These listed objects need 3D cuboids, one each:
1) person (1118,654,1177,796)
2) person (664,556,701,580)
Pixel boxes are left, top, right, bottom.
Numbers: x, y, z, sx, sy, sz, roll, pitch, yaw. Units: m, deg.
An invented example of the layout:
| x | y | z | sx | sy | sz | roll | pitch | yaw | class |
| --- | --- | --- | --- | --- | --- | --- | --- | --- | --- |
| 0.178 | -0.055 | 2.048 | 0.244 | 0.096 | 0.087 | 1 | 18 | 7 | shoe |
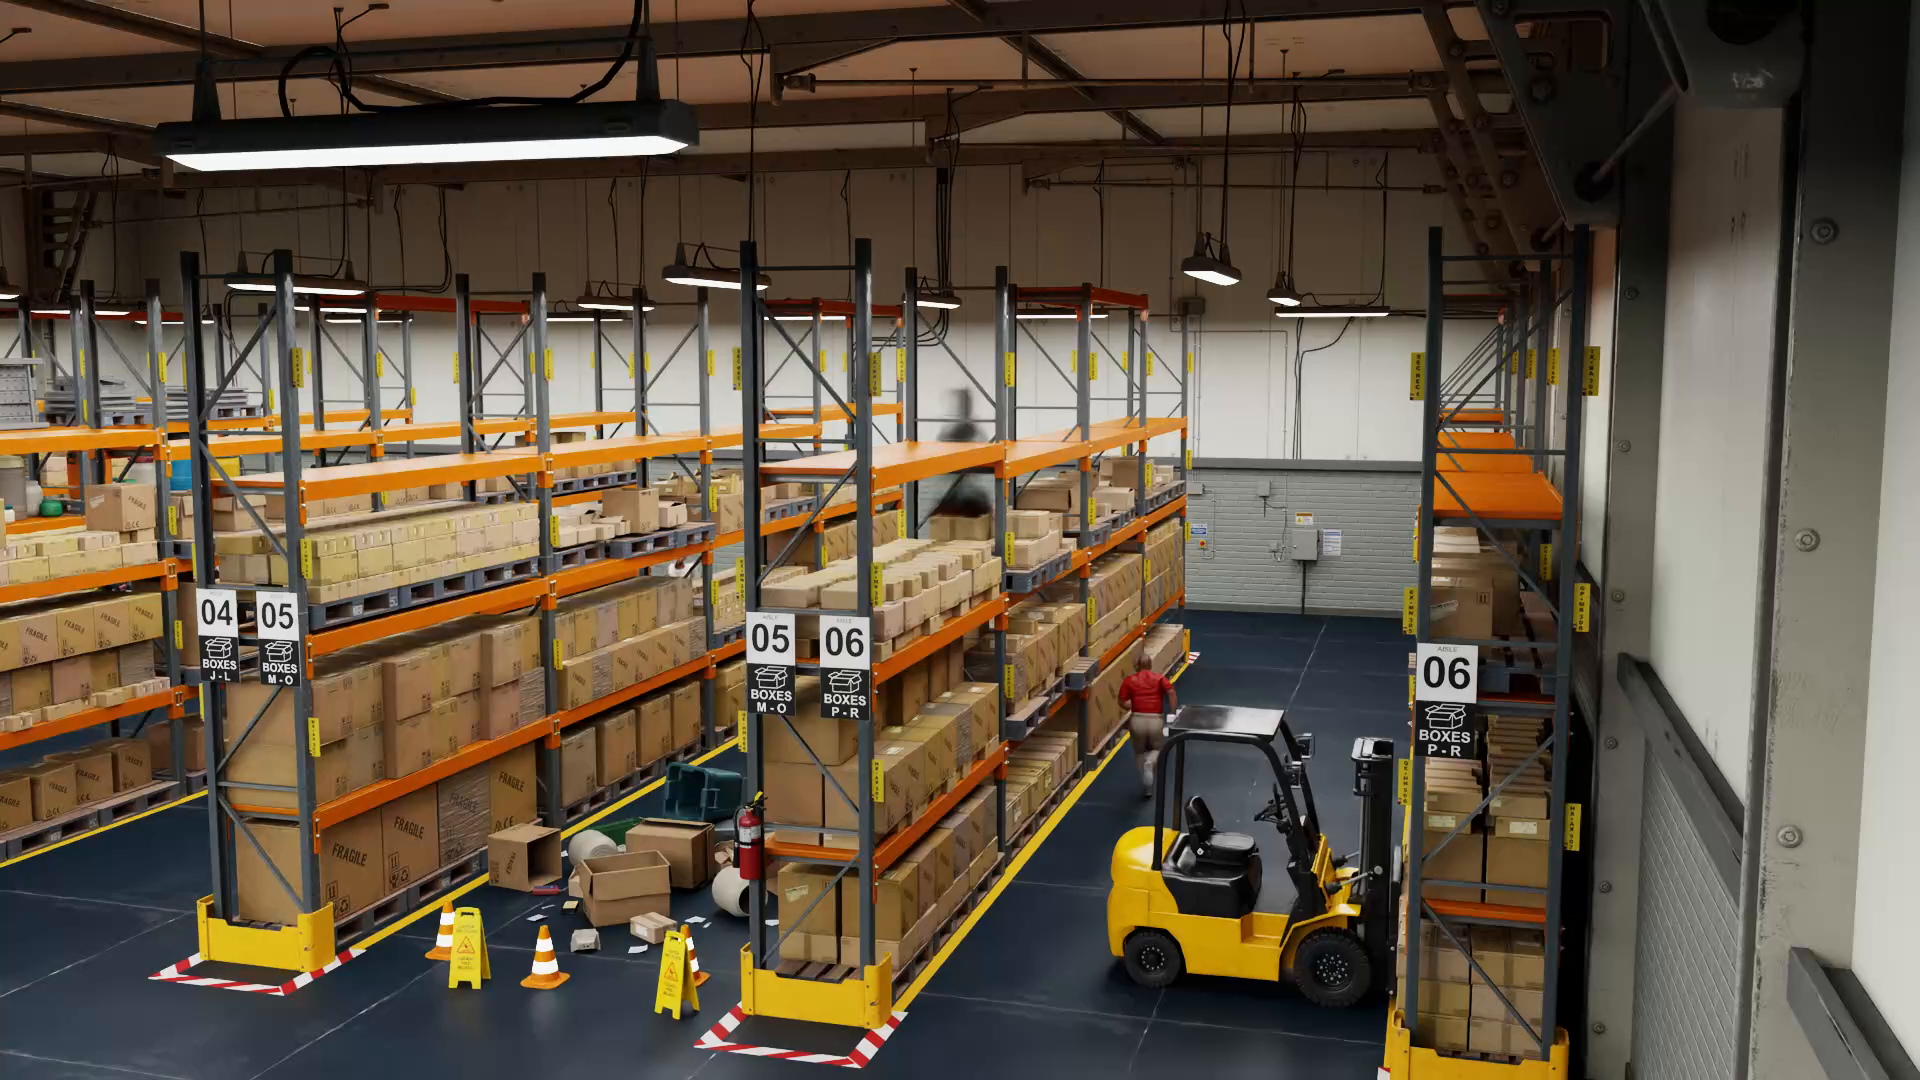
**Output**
| x | y | z | sx | sy | sz | roll | pitch | yaw | class |
| --- | --- | --- | --- | --- | --- | --- | --- | --- | --- |
| 2.195 | 2.180 | 19.465 | 0.703 | 1.685 | 0.701 | 2 | 7 | 13 | person |
| -4.889 | 1.039 | 29.186 | 0.718 | 1.789 | 0.853 | 0 | 6 | 3 | person |
